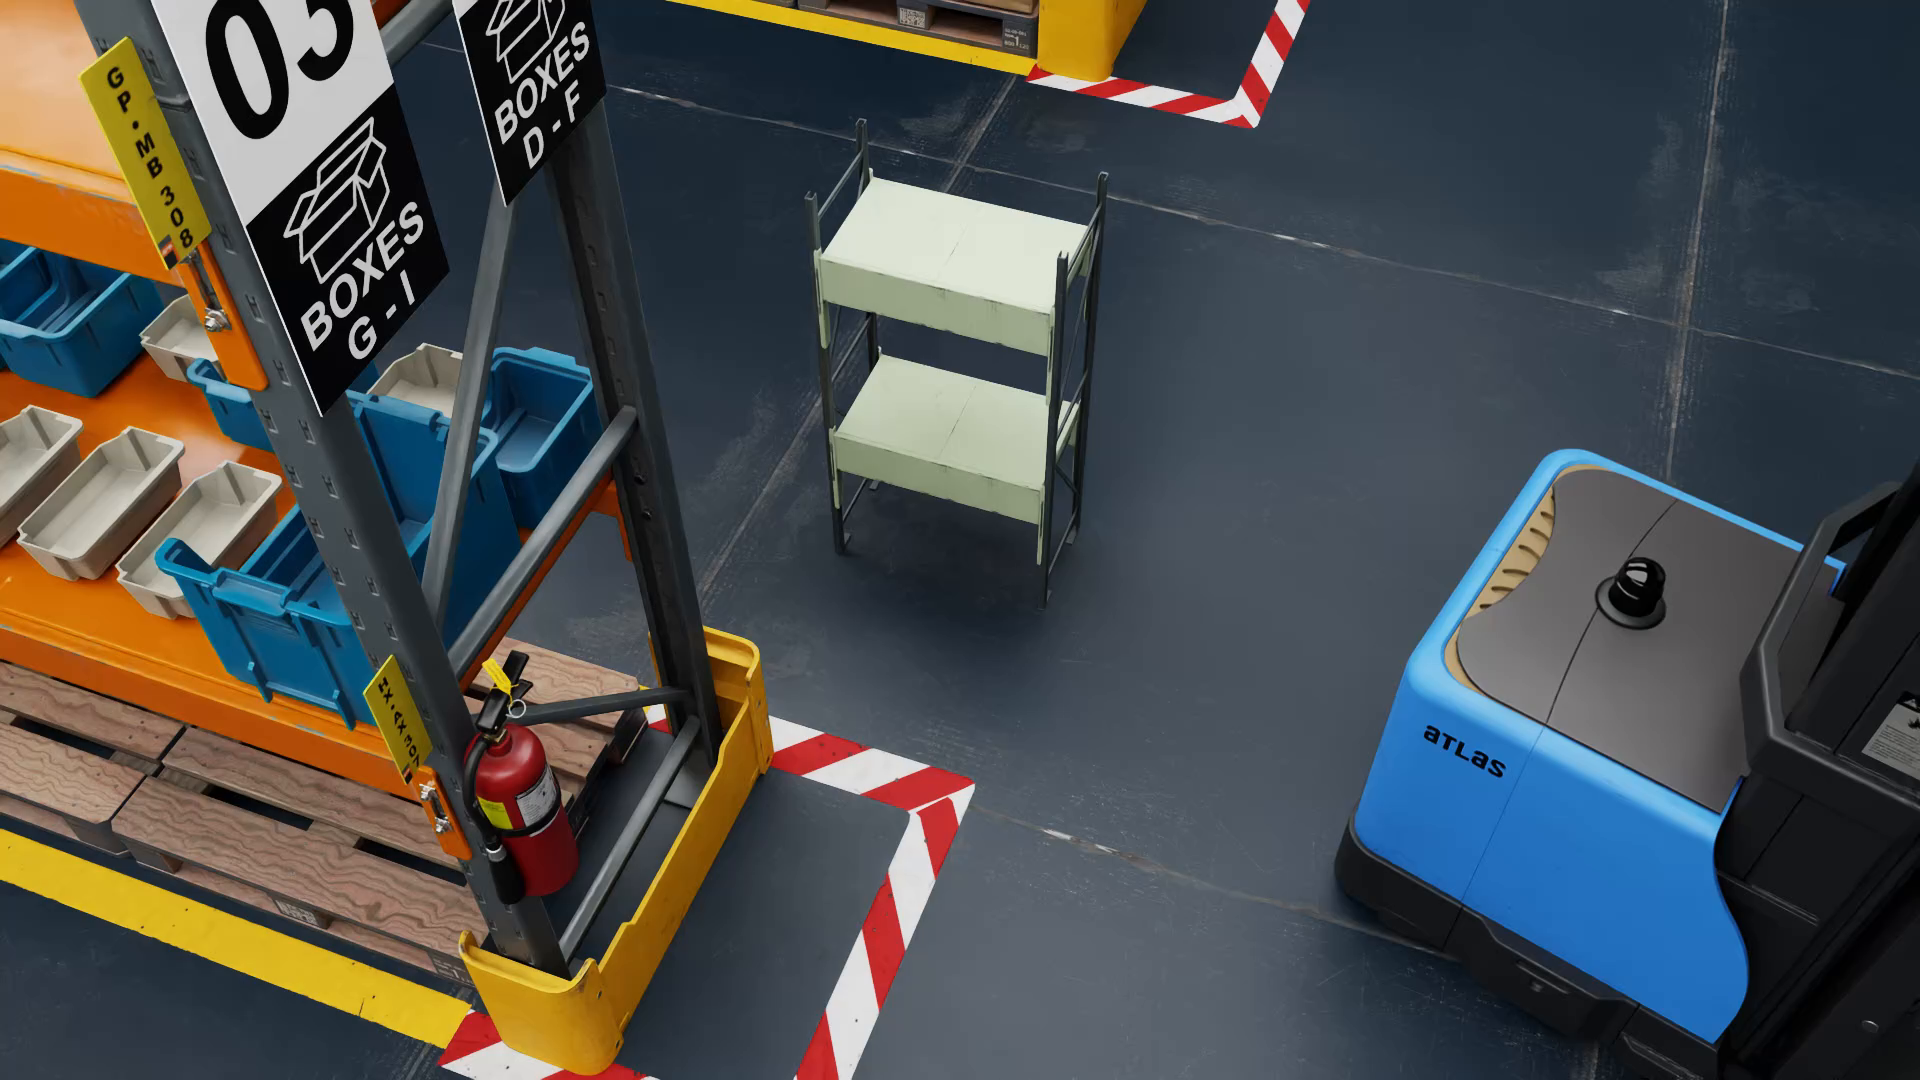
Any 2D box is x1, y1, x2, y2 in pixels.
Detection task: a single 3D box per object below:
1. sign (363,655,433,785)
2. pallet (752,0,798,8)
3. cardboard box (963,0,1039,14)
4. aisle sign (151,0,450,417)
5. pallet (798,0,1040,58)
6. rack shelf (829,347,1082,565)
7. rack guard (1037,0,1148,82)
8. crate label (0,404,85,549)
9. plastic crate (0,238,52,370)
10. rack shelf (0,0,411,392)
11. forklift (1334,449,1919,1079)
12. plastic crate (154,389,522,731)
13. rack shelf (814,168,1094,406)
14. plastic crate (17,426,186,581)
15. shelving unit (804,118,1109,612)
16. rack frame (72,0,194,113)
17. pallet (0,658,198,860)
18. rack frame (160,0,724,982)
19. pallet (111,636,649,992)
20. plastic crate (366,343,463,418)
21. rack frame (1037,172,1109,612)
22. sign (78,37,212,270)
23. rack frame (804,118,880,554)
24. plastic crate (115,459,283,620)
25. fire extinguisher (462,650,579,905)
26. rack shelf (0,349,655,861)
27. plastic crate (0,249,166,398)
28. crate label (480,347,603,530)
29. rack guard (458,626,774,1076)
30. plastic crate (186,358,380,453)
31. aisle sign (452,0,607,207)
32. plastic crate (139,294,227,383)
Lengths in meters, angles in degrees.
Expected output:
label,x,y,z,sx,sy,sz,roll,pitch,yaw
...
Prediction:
label,x,y,z,sx,sy,sz,roll,pitch,yaw
sign,-1.126,0.365,3.341,0.005,0.325,0.100,16,51,13
pallet,-1.190,-3.121,8.316,1.213,0.211,1.003,16,51,13
cardboard box,0.174,-2.779,7.537,0.500,0.500,0.500,16,51,13
aisle sign,-0.984,-0.601,2.565,0.004,0.787,0.394,16,51,13
pallet,-0.050,-2.801,8.038,1.213,0.211,1.003,16,51,13
rack shelf,-0.006,-0.279,5.431,0.720,0.370,0.431,16,51,13
rack guard,0.698,-2.687,7.748,0.348,0.500,1.175,16,51,13
crate label,-2.315,-0.136,4.018,0.243,0.136,0.396,16,51,13
plastic crate,-2.585,-0.662,4.410,0.300,0.233,0.416,16,51,13
rack shelf,-2.827,-1.246,3.336,4.000,0.370,1.077,16,51,13
forklift,2.581,0.412,3.453,3.031,2.935,1.130,28,55,22
plastic crate,-1.329,0.038,3.669,0.499,0.435,0.616,16,51,13
rack shelf,-0.006,-0.749,4.890,0.720,0.370,0.431,16,51,13
plastic crate,-2.045,-0.081,3.970,0.243,0.136,0.396,16,51,13
shelving unit,-0.006,-0.493,5.185,0.755,1.500,0.431,16,51,13
rack frame,-0.950,-1.941,1.477,0.127,3.000,1.000,16,51,13
pallet,-2.851,0.373,5.287,1.213,0.211,1.003,16,51,13
rack frame,-0.950,0.024,3.744,0.127,3.000,1.000,16,51,13
pallet,-1.711,0.694,5.009,1.213,0.211,1.003,16,51,13
plastic crate,-1.340,-0.350,4.203,0.298,0.136,0.250,16,51,13
rack frame,0.337,-0.397,5.102,0.023,1.500,0.400,16,51,13
sign,-1.126,-0.530,2.309,0.005,0.325,0.100,16,51,13
rack frame,-0.350,-0.589,5.268,0.023,1.500,0.400,16,51,13
plastic crate,-1.778,0.006,3.895,0.243,0.136,0.396,16,51,13
fire extinguisher,-0.966,0.533,3.601,0.183,0.674,0.296,16,51,13
rack shelf,-2.827,-0.264,4.470,4.000,0.370,1.077,16,51,13
plastic crate,-2.303,-0.584,4.342,0.300,0.233,0.416,16,51,13
crate label,-1.068,-0.239,4.043,0.303,0.233,0.416,16,51,13
rack guard,-0.923,0.840,4.691,0.348,0.500,1.175,16,51,13
plastic crate,-1.685,-0.411,4.192,0.300,0.233,0.416,16,51,13
aisle sign,-0.780,-1.019,2.928,0.004,0.787,0.394,16,51,13
plastic crate,-1.976,-0.528,4.357,0.298,0.136,0.250,16,51,13
